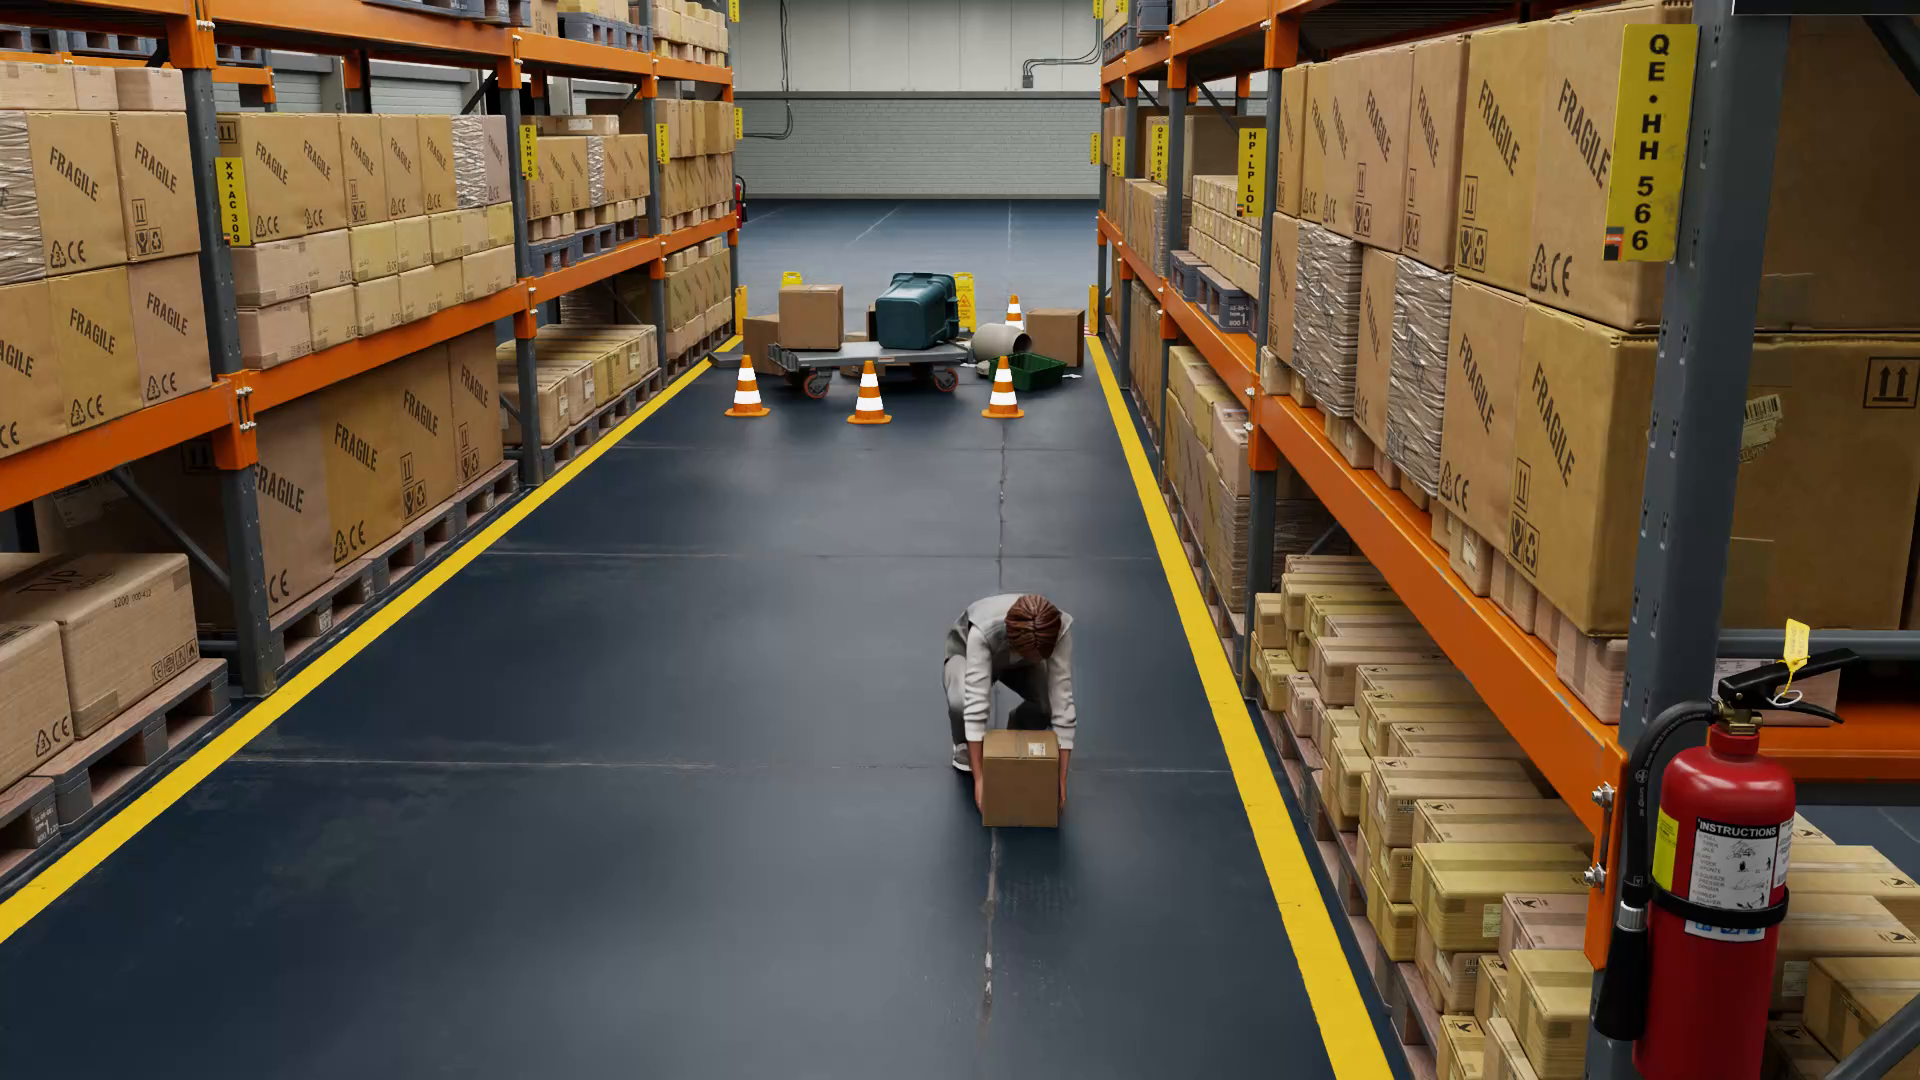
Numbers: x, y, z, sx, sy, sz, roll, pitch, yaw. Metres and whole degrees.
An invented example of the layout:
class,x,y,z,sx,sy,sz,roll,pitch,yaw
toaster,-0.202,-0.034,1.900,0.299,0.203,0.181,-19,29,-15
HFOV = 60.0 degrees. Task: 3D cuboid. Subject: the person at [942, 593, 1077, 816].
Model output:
class,x,y,z,sx,sy,sz,roll,pitch,yaw
person,0.162,0.489,5.856,0.435,0.770,0.815,-2,14,-7
